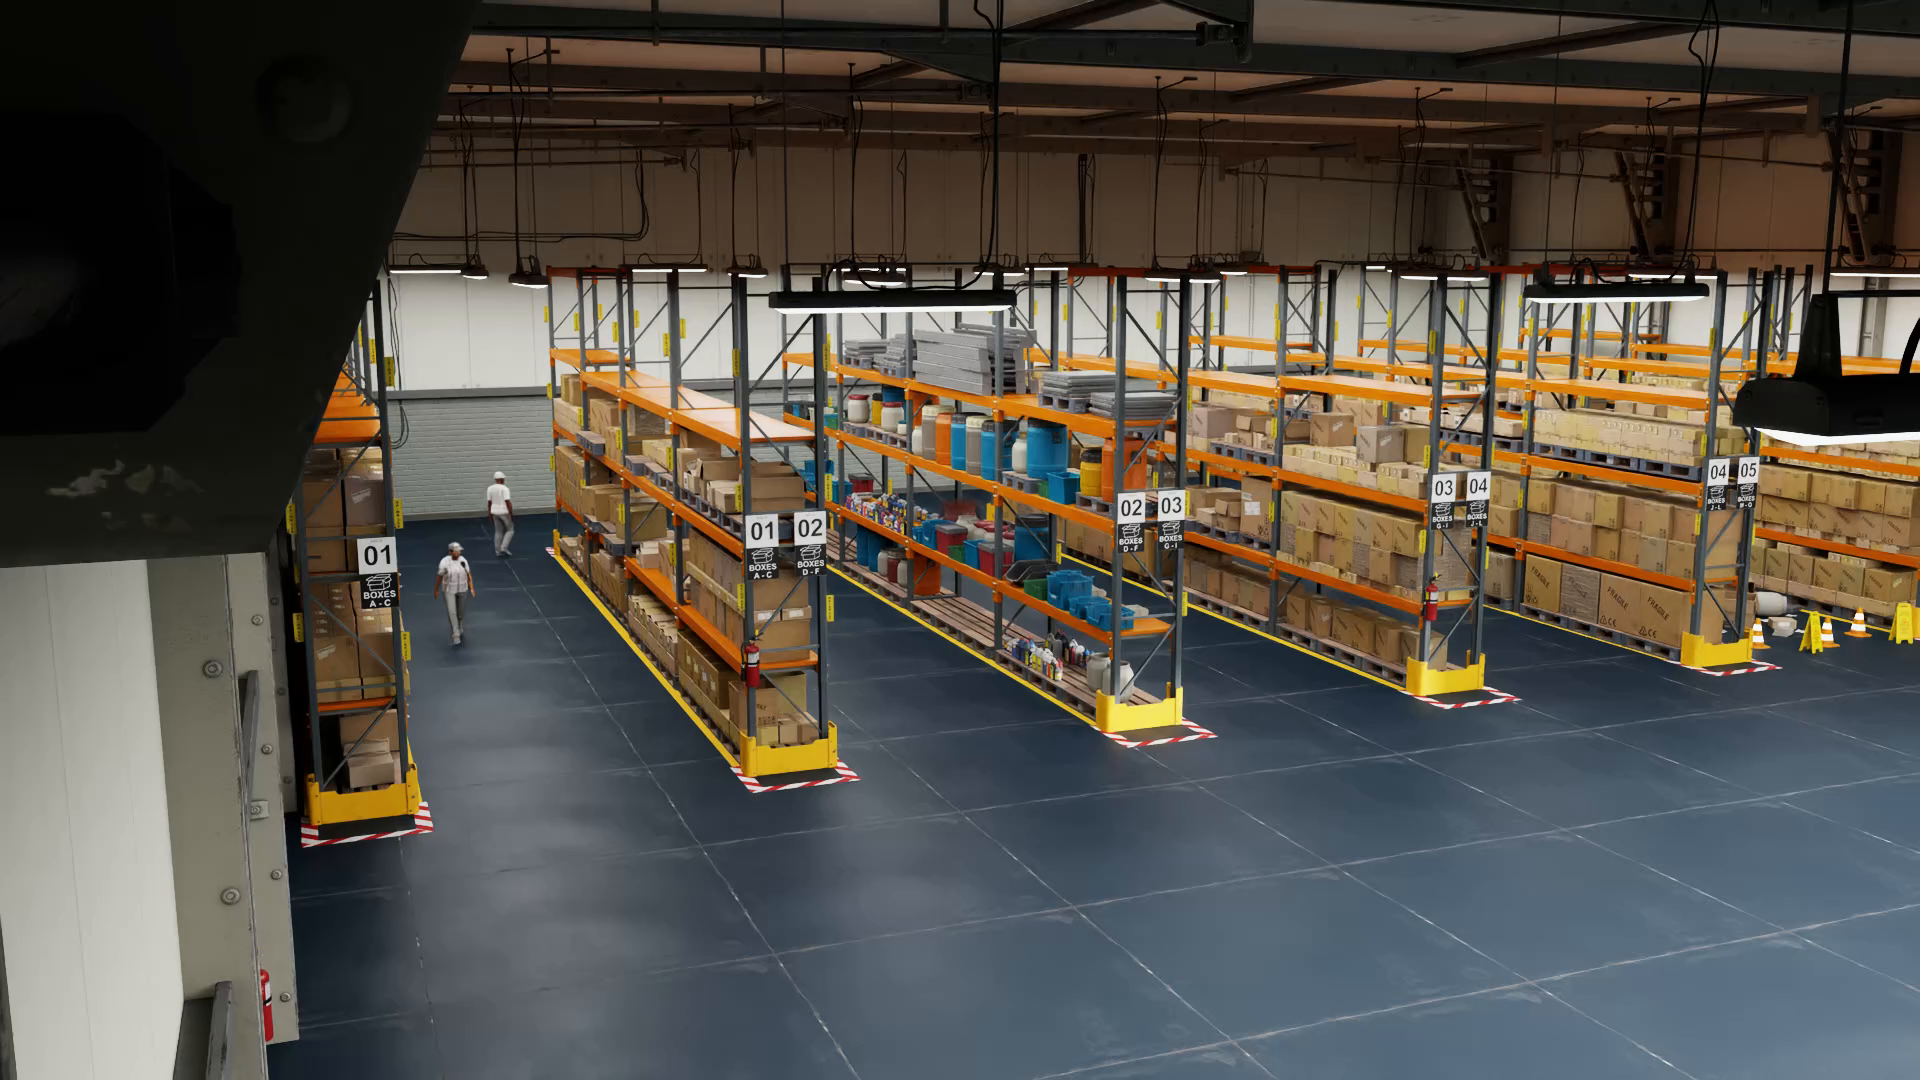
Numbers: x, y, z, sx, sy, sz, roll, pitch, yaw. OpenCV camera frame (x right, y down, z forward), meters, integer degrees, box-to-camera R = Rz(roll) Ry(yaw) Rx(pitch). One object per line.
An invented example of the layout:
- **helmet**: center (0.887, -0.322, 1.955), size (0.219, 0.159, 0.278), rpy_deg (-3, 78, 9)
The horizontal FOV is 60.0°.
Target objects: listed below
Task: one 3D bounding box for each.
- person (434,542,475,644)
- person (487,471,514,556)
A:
- **person**: center (-8.257, 0.828, 27.166), size (0.589, 1.599, 1.052), rpy_deg (-6, 11, -30)
- **person**: center (-9.575, -0.541, 34.666), size (0.626, 1.767, 0.479), rpy_deg (5, 11, 25)
